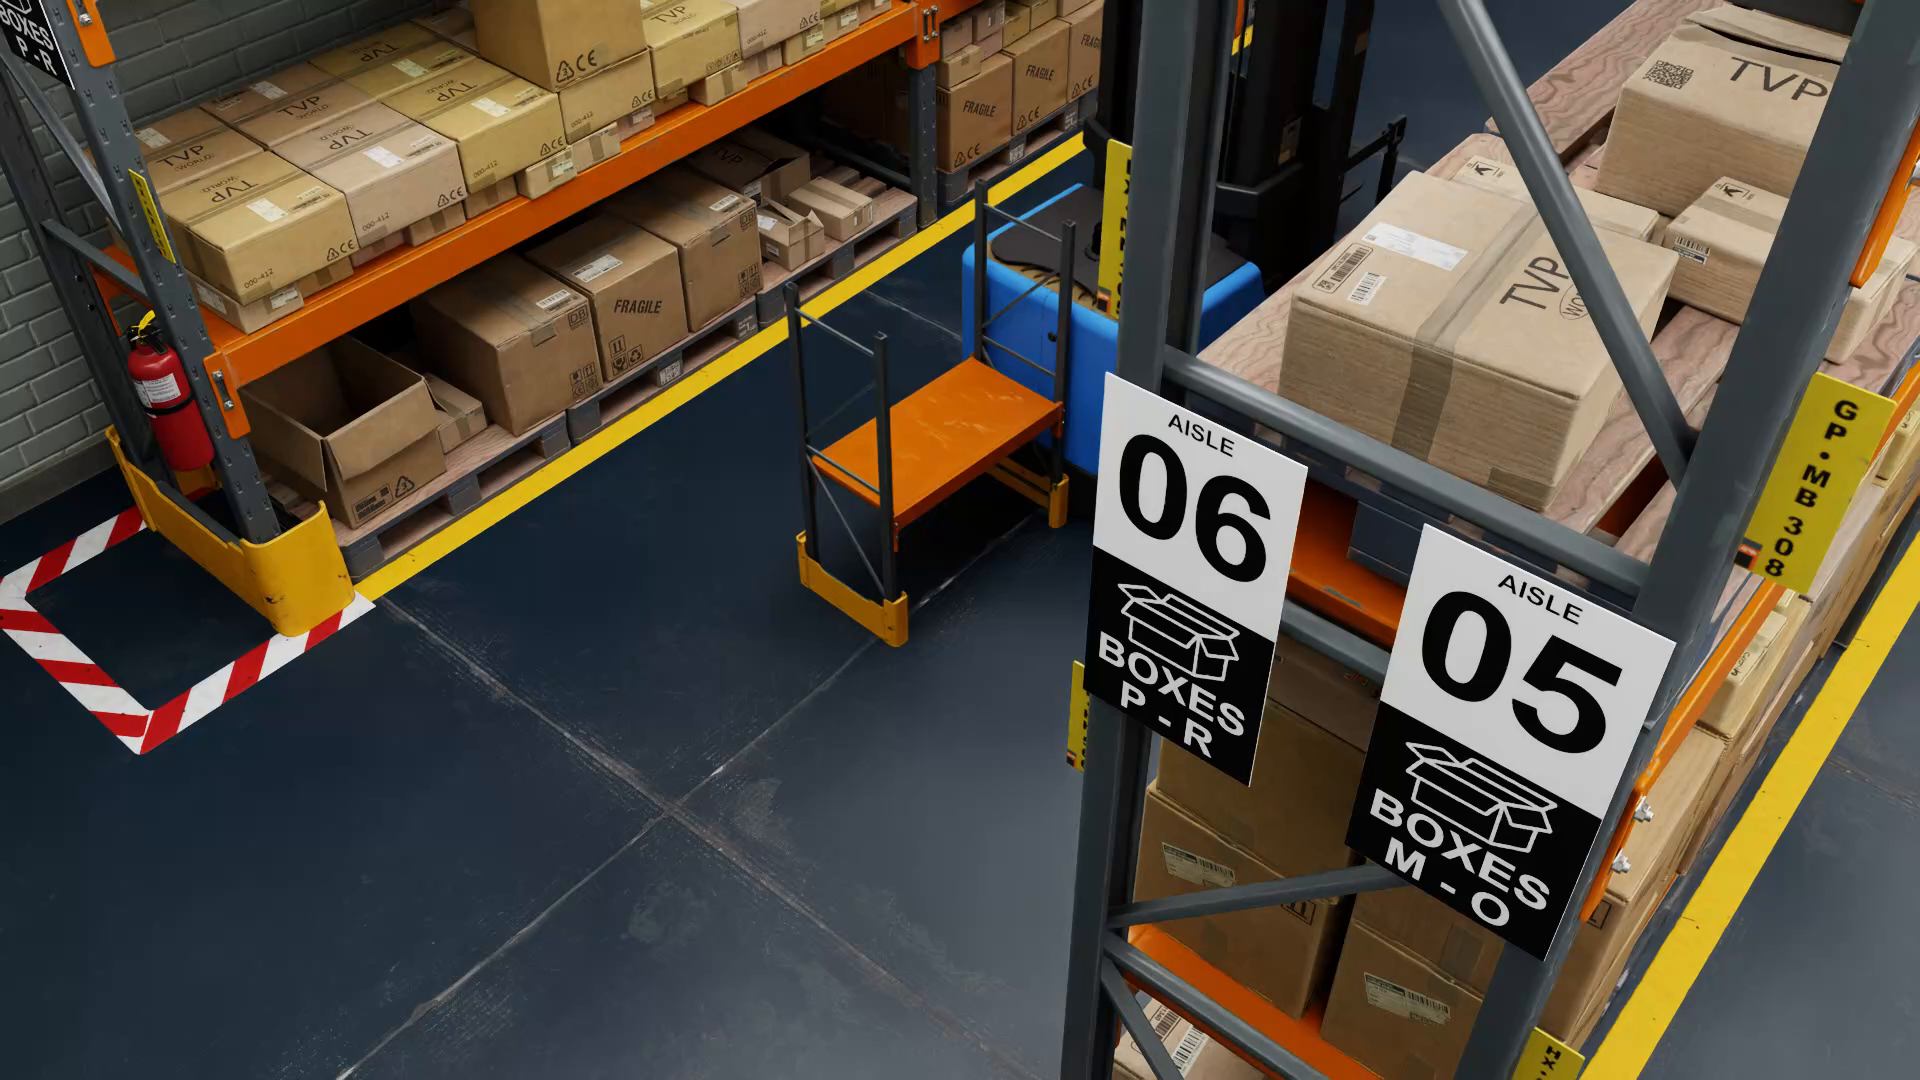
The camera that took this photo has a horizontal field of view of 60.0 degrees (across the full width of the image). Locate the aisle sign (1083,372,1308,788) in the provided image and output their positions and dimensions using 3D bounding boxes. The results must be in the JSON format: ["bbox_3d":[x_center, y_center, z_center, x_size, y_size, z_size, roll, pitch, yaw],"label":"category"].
[{"bbox_3d":[0.398,0.092,2.986,0.394,0.787,0.004,29,50,28],"label":"aisle sign"}]

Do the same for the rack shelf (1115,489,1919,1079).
[{"bbox_3d":[1.969,0.388,5.129,1.077,0.370,4.000,29,50,28],"label":"rack shelf"}]

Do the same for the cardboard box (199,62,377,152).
[{"bbox_3d":[-2.694,-1.667,6.744,0.500,0.250,0.500,30,50,29],"label":"cardboard box"}]

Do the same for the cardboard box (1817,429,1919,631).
[{"bbox_3d":[2.182,-0.174,4.394,0.500,0.500,0.500,30,50,29],"label":"cardboard box"}]

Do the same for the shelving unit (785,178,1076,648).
[{"bbox_3d":[-0.103,-0.509,6.695,0.587,1.500,1.083,32,51,30],"label":"shelving unit"}]

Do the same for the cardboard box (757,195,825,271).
[{"bbox_3d":[-0.909,-1.601,8.502,0.396,0.266,0.258,31,51,30],"label":"cardboard box"}]

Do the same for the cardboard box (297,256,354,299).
[{"bbox_3d":[-2.570,-1.104,6.422,0.380,0.149,0.250,31,51,29],"label":"cardboard box"}]

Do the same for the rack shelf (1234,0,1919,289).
[{"bbox_3d":[1.969,-1.684,3.245,1.077,0.370,4.000,29,50,28],"label":"rack shelf"}]

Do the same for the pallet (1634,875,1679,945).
[{"bbox_3d":[1.922,1.112,5.870,1.003,0.211,1.213,29,50,28],"label":"pallet"}]

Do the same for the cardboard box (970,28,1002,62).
[{"bbox_3d":[0.008,-2.772,9.132,0.380,0.149,0.250,28,49,27],"label":"cardboard box"}]

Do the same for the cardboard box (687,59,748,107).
[{"bbox_3d":[-1.189,-2.134,7.554,0.380,0.149,0.250,29,50,28],"label":"cardboard box"}]

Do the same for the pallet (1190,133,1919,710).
[{"bbox_3d":[1.151,-0.312,3.200,1.003,0.211,1.213,29,50,28],"label":"pallet"}]

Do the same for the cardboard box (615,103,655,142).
[{"bbox_3d":[-1.564,-1.902,7.299,0.380,0.149,0.250,29,50,28],"label":"cardboard box"}]

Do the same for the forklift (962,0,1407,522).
[{"bbox_3d":[1.369,-2.012,7.284,1.130,2.935,3.031,32,51,30],"label":"forklift"}]

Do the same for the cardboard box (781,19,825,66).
[{"bbox_3d":[-0.857,-2.401,7.848,0.380,0.149,0.250,31,51,29],"label":"cardboard box"}]

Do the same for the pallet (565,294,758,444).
[{"bbox_3d":[-1.773,-1.039,8.236,1.003,0.211,1.213,29,50,28],"label":"pallet"}]

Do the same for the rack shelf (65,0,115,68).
[{"bbox_3d":[-1.833,-2.869,6.481,1.077,0.370,4.000,29,50,28],"label":"rack shelf"}]

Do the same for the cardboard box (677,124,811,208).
[{"bbox_3d":[-1.151,-1.978,8.882,0.500,0.311,0.500,31,51,30],"label":"cardboard box"}]

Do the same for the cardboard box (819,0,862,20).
[{"bbox_3d":[-0.686,-2.742,7.926,0.500,0.250,0.500,31,51,29],"label":"cardboard box"}]

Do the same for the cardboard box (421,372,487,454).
[{"bbox_3d":[-2.350,-0.572,7.457,0.380,0.149,0.250,28,49,27],"label":"cardboard box"}]

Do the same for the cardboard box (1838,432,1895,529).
[{"bbox_3d":[1.968,-0.220,3.963,0.380,0.149,0.250,30,50,29],"label":"cardboard box"}]

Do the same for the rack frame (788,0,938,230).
[{"bbox_3d":[-0.545,-3.055,8.381,1.000,3.000,0.127,29,50,28],"label":"rack frame"}]

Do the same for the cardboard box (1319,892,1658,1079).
[{"bbox_3d":[1.211,0.992,3.856,0.500,0.500,0.500,29,50,28],"label":"cardboard box"}]

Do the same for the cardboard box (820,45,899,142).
[{"bbox_3d":[-0.456,-2.667,9.499,0.500,0.500,0.500,29,50,28],"label":"cardboard box"}]

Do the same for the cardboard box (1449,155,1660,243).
[{"bbox_3d":[1.111,-0.579,3.228,0.380,0.149,0.250,26,48,26],"label":"cardboard box"}]

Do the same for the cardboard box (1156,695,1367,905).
[{"bbox_3d":[0.810,0.393,3.770,0.500,0.500,0.500,31,51,30],"label":"cardboard box"}]

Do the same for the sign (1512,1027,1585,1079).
[{"bbox_3d":[1.103,1.045,3.169,0.100,0.325,0.005,29,50,28],"label":"sign"}]

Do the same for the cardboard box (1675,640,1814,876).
[{"bbox_3d":[1.856,0.465,4.435,0.500,0.500,0.500,29,50,28],"label":"cardboard box"}]

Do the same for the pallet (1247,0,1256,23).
[{"bbox_3d":[1.519,-3.715,11.179,1.003,0.211,1.213,29,50,28],"label":"pallet"}]

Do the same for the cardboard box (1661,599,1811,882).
[{"bbox_3d":[1.536,0.352,3.816,0.500,0.500,0.500,28,49,27],"label":"cardboard box"}]

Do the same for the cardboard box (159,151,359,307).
[{"bbox_3d":[-2.621,-1.167,6.194,0.500,0.250,0.500,30,50,29],"label":"cardboard box"}]

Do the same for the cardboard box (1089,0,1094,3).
[{"bbox_3d":[0.681,-3.295,9.708,0.380,0.149,0.250,31,51,30],"label":"cardboard box"}]

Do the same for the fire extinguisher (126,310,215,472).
[{"bbox_3d":[-2.861,-0.553,5.964,0.296,0.674,0.183,29,50,28],"label":"fire extinguisher"}]

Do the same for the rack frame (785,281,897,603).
[{"bbox_3d":[-0.446,-0.265,6.426,0.500,1.500,0.032,32,51,30],"label":"rack frame"}]

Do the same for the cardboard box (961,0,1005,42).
[{"bbox_3d":[0.020,-2.860,9.008,0.380,0.149,0.250,27,49,27],"label":"cardboard box"}]

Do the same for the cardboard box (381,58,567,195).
[{"bbox_3d":[-1.973,-1.689,6.769,0.500,0.250,0.500,29,49,28],"label":"cardboard box"}]

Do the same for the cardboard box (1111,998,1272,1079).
[{"bbox_3d":[1.030,1.561,4.896,0.875,0.438,0.875,28,49,27],"label":"cardboard box"}]

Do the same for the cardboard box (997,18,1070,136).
[{"bbox_3d":[0.273,-2.716,9.553,0.500,0.500,0.500,29,50,28],"label":"cardboard box"}]

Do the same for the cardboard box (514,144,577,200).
[{"bbox_3d":[-1.831,-1.595,6.961,0.380,0.149,0.250,28,49,27],"label":"cardboard box"}]

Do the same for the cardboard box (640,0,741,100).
[{"bbox_3d":[-1.329,-2.227,7.360,0.500,0.250,0.500,29,50,28],"label":"cardboard box"}]

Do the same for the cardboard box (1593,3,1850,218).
[{"bbox_3d":[1.684,-0.867,3.424,0.500,0.311,0.500,30,50,29],"label":"cardboard box"}]

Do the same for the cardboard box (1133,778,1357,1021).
[{"bbox_3d":[0.790,0.751,4.120,0.500,0.500,0.500,30,50,29],"label":"cardboard box"}]

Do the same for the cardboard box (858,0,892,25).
[{"bbox_3d":[-0.557,-2.689,8.164,0.380,0.149,0.250,30,50,29],"label":"cardboard box"}]

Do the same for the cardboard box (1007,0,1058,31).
[{"bbox_3d":[0.331,-3.056,9.445,0.380,0.149,0.250,29,50,28],"label":"cardboard box"}]

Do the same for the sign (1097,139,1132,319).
[{"bbox_3d":[0.276,-0.499,2.740,0.100,0.325,0.005,29,50,28],"label":"sign"}]

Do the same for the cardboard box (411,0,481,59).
[{"bbox_3d":[-2.035,-2.189,7.318,0.500,0.250,0.500,29,50,28],"label":"cardboard box"}]

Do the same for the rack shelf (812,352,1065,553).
[{"bbox_3d":[-0.097,-0.381,6.821,0.538,0.185,1.000,32,51,30],"label":"rack shelf"}]

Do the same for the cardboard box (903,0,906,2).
[{"bbox_3d":[-0.364,-2.978,9.359,0.380,0.149,0.250,30,50,28],"label":"cardboard box"}]

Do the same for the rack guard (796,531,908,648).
[{"bbox_3d":[-0.445,0.197,6.847,0.587,0.250,0.087,32,51,30],"label":"rack guard"}]

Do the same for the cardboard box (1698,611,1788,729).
[{"bbox_3d":[1.492,0.192,3.510,0.380,0.149,0.250,31,51,30],"label":"cardboard box"}]

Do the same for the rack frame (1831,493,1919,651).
[{"bbox_3d":[3.256,-0.908,6.019,1.000,3.000,0.127,29,50,28],"label":"rack frame"}]

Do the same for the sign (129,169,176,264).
[{"bbox_3d":[-2.704,-1.081,5.566,0.100,0.325,0.005,29,50,28],"label":"sign"}]

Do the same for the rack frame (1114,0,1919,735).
[{"bbox_3d":[0.682,-1.068,1.736,1.000,3.000,0.127,29,50,28],"label":"rack frame"}]

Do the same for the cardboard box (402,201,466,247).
[{"bbox_3d":[-2.218,-1.358,6.701,0.380,0.149,0.250,31,51,30],"label":"cardboard box"}]

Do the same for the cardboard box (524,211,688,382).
[{"bbox_3d":[-1.657,-1.152,7.834,0.500,0.500,0.500,30,50,29],"label":"cardboard box"}]

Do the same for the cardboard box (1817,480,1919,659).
[{"bbox_3d":[2.514,-0.063,5.016,0.500,0.500,0.500,29,50,28],"label":"cardboard box"}]

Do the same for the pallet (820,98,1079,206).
[{"bbox_3d":[-0.051,-2.459,9.797,1.003,0.211,1.213,29,50,28],"label":"pallet"}]

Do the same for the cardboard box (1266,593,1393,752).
[{"bbox_3d":[0.760,0.233,3.464,0.380,0.149,0.250,30,50,29],"label":"cardboard box"}]
